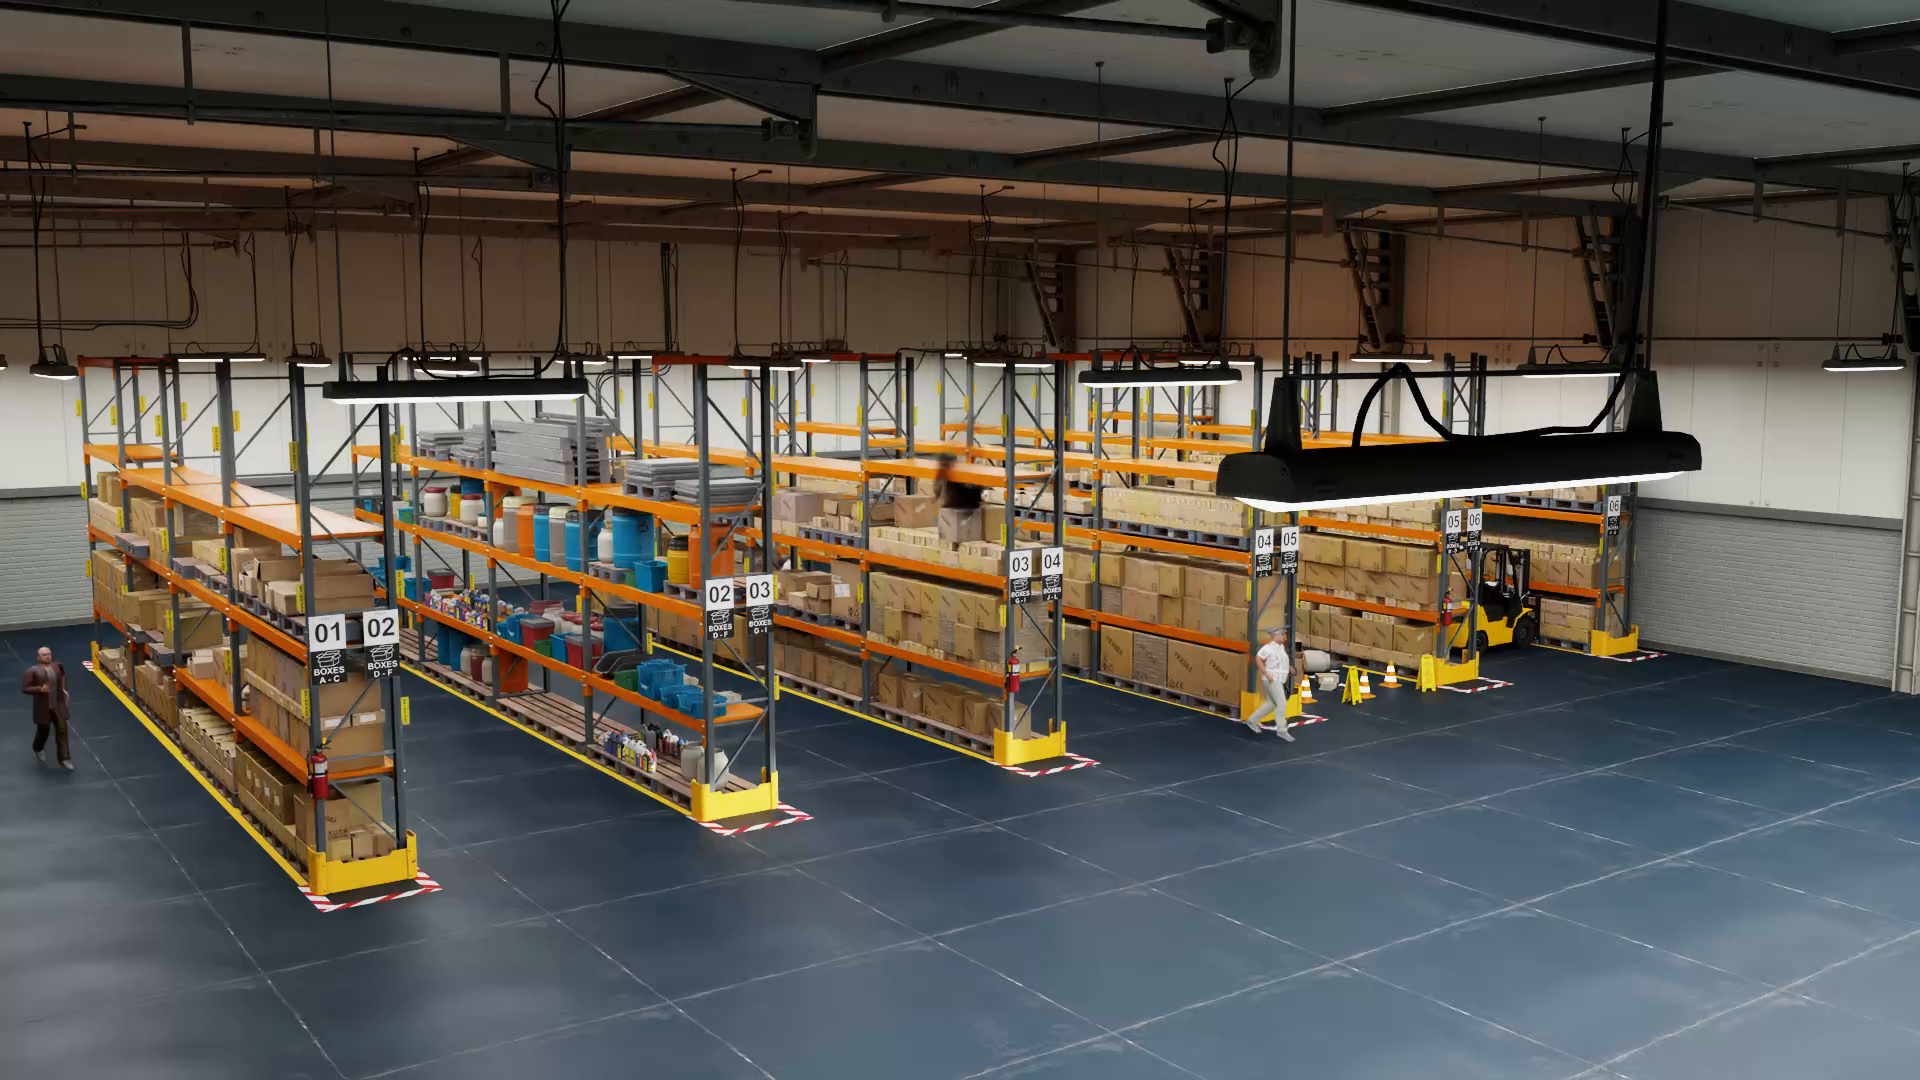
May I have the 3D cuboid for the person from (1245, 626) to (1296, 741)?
[{"bbox_3d":[5.002,2.257,26.521,0.847,1.791,0.670,3,8,24],"label":"person"}]

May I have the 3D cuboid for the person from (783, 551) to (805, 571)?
[{"bbox_3d":[-3.658,1.009,37.174,0.646,1.618,0.569,-5,8,-34],"label":"person"}]

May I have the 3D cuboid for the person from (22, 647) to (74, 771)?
[{"bbox_3d":[-13.396,2.458,24.445,1.034,1.784,0.698,6,9,41],"label":"person"}]
